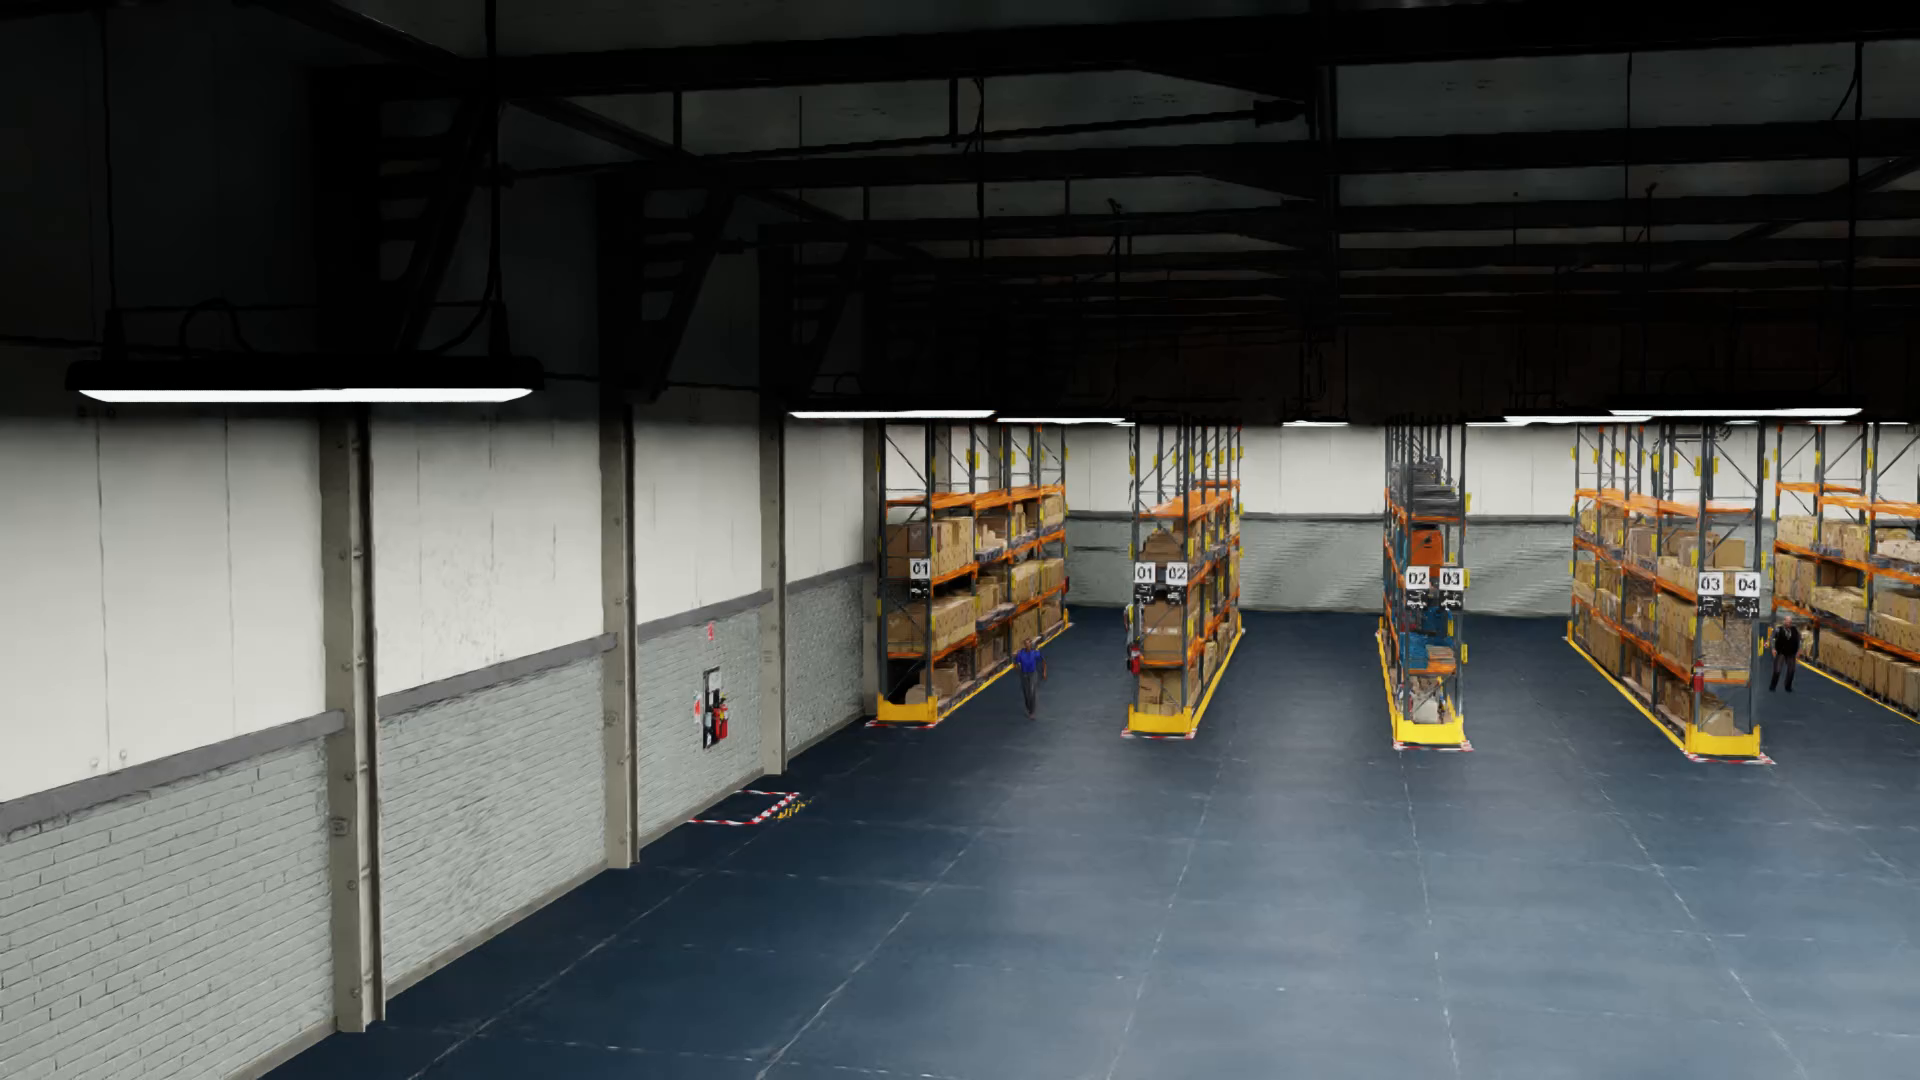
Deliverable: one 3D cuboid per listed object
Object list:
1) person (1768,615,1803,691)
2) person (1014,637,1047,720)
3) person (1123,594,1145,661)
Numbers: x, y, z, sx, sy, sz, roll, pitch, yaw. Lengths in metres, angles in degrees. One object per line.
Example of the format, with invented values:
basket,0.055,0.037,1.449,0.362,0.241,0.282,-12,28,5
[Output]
person,17.908,2.454,36.088,0.677,1.671,0.534,1,4,12
person,1.365,2.759,32.908,0.562,1.479,0.831,1,4,18
person,4.312,2.131,40.520,0.682,1.715,0.542,1,4,11
